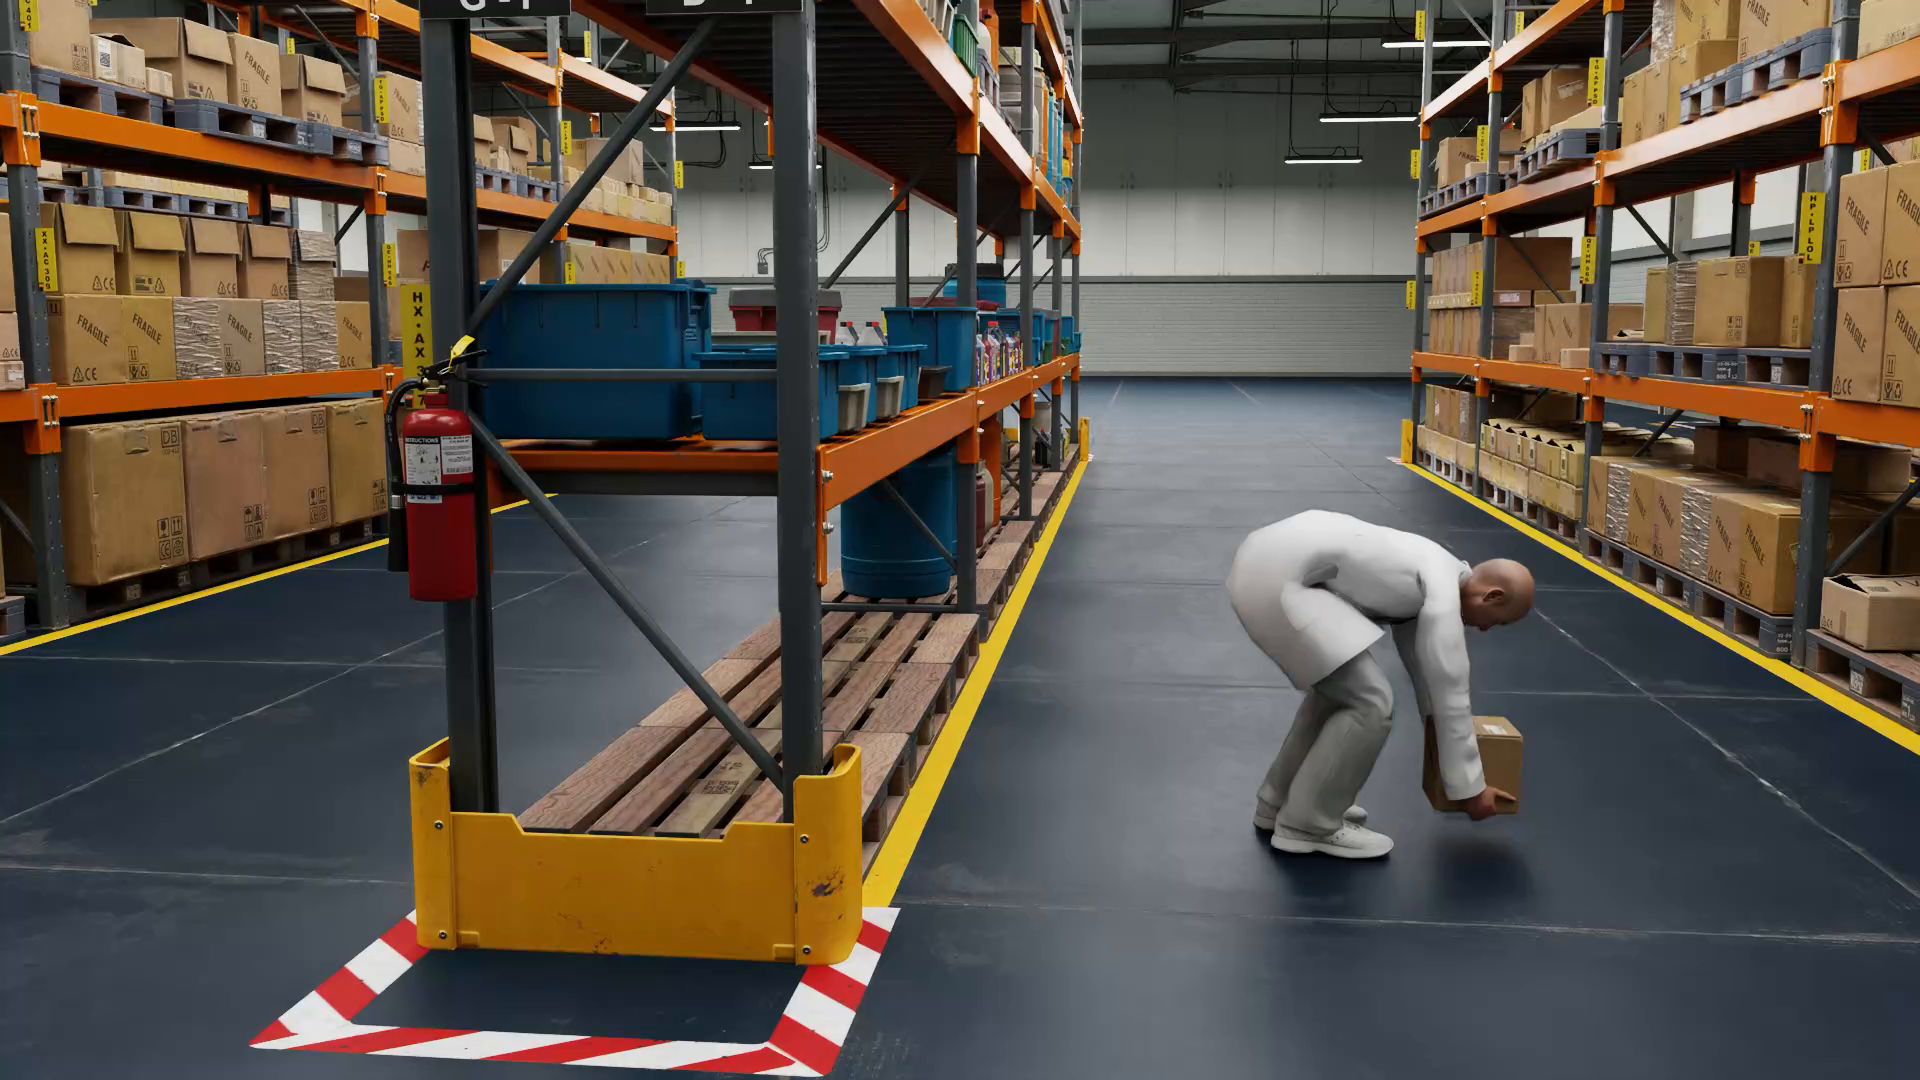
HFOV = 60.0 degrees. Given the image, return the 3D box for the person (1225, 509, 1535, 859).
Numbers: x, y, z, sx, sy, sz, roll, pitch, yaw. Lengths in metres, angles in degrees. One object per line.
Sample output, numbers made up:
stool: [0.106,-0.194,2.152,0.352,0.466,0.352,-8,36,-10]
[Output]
person: [1.311,0.438,5.233,0.947,1.065,0.580,0,7,4]
